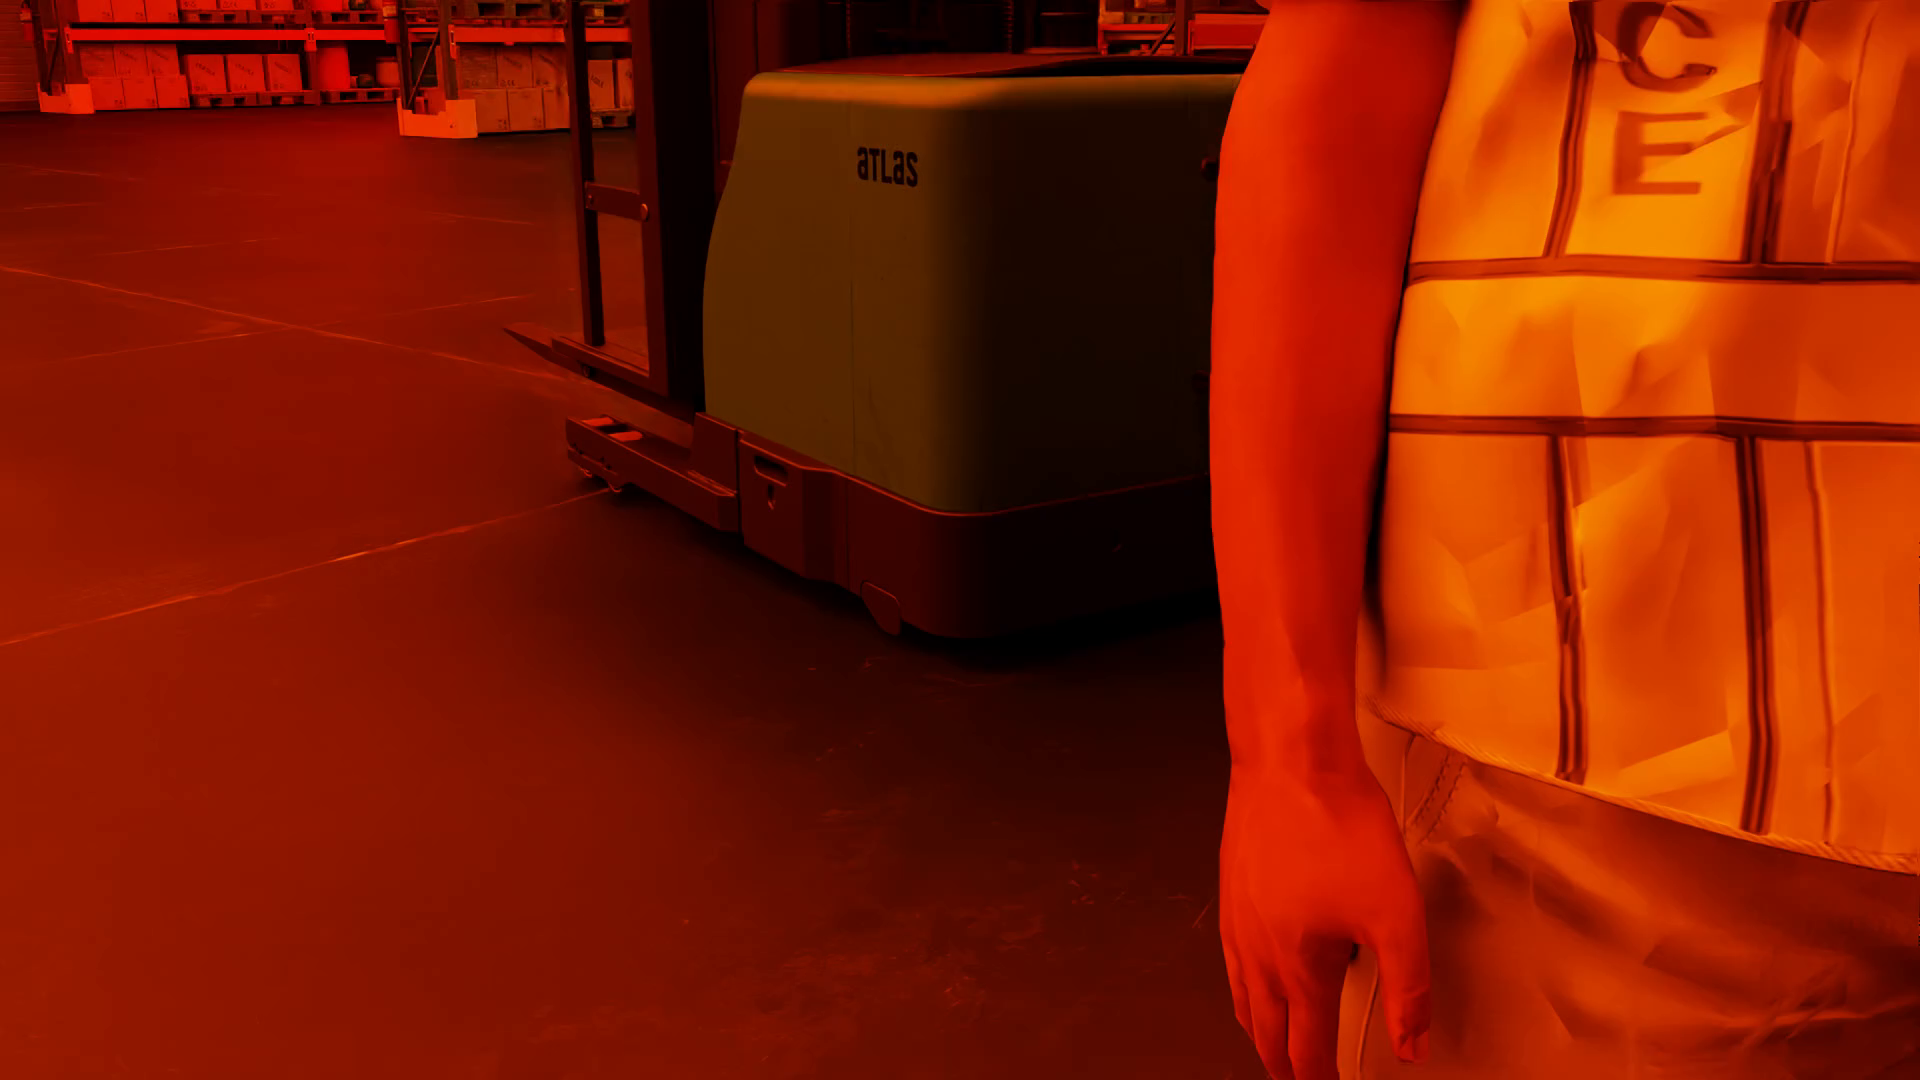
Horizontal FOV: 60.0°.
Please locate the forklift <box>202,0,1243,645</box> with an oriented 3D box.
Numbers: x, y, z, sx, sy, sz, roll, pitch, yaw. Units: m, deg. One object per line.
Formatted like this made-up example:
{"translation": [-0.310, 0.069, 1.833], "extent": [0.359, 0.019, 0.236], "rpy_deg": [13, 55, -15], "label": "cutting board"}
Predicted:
{"translation": [-0.553, -1.480, 3.771], "extent": [3.031, 2.935, 1.130], "rpy_deg": [8, 19, 26], "label": "forklift"}
